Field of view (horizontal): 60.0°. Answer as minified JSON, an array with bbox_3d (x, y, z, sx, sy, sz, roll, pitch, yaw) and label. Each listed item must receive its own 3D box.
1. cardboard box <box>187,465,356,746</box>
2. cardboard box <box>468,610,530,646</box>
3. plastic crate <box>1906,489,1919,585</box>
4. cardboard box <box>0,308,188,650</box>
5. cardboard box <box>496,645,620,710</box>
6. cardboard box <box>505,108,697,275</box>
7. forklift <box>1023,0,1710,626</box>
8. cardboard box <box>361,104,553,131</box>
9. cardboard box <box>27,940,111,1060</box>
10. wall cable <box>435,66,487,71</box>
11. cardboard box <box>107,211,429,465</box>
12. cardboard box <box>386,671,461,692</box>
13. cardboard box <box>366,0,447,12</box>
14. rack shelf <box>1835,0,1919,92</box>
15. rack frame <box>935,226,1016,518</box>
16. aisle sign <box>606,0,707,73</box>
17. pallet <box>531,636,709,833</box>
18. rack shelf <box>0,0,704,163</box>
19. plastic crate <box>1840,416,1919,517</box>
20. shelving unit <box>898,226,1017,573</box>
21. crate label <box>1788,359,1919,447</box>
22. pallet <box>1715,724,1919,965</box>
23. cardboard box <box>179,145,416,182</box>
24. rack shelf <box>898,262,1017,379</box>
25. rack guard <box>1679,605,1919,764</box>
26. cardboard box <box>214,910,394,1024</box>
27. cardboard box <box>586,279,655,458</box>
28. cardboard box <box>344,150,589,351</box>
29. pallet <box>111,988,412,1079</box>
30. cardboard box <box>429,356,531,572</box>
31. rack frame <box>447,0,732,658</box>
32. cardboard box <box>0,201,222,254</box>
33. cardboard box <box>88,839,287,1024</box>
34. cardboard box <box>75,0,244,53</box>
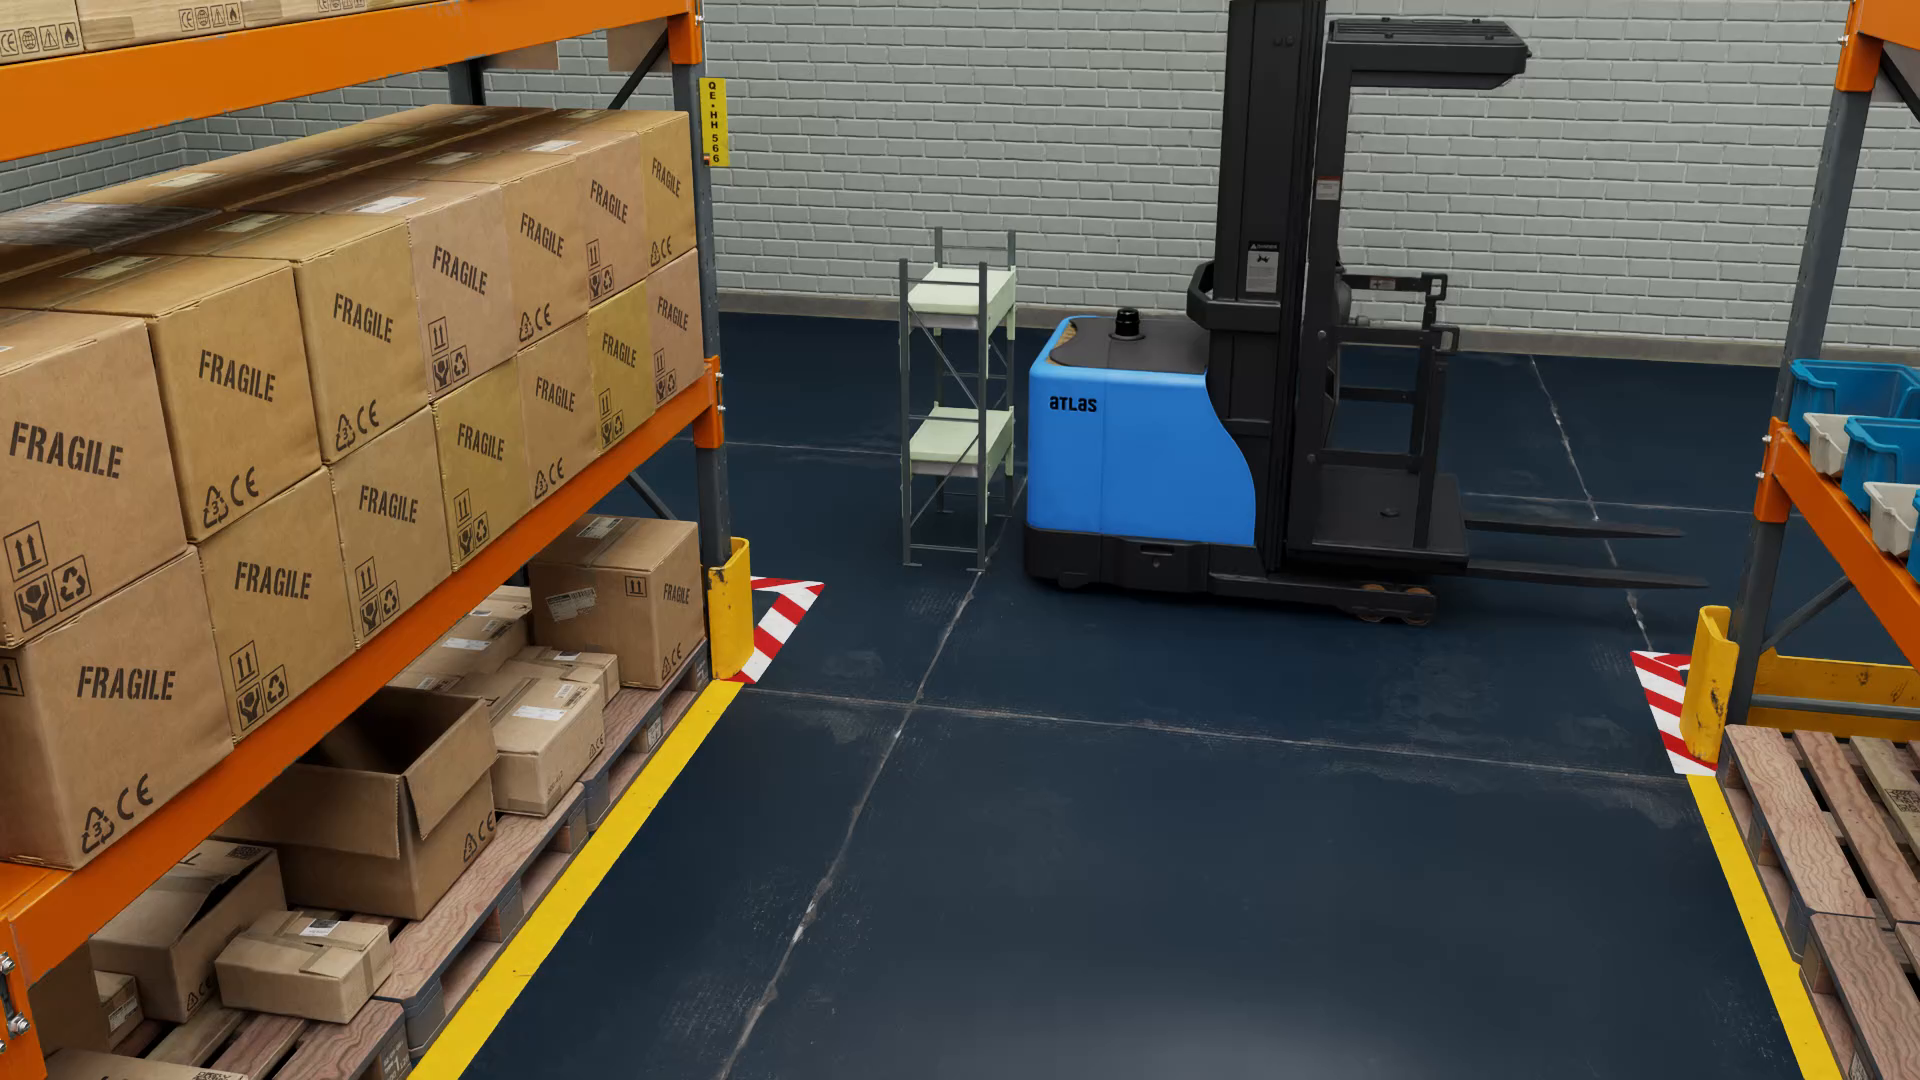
[{"bbox_3d":[-1.810,0.121,3.903,0.500,0.500,0.500,5,22,12],"label":"cardboard box"},{"bbox_3d":[-1.939,0.386,6.583,0.380,0.166,0.250,4,22,11],"label":"cardboard box"},{"bbox_3d":[2.741,0.033,4.399,0.416,0.233,0.300,4,22,11],"label":"plastic crate"},{"bbox_3d":[-1.911,-0.140,3.215,0.500,0.500,0.500,5,22,12],"label":"cardboard box"},{"bbox_3d":[-1.507,0.527,6.234,0.380,0.166,0.250,4,22,11],"label":"cardboard box"},{"bbox_3d":[-1.288,-1.269,6.016,0.500,0.500,0.500,4,22,10],"label":"cardboard box"},{"bbox_3d":[1.869,-1.195,7.397,3.031,2.935,1.130,5,22,12],"label":"forklift"},{"bbox_3d":[-1.815,-1.310,6.119,0.500,0.500,0.500,5,23,13],"label":"cardboard box"},{"bbox_3d":[-2.444,1.246,4.001,0.500,0.500,0.500,4,22,11],"label":"cardboard box"},{"bbox_3d":[-4.812,-4.702,12.140,3.097,2.526,0.112,4,22,11],"label":"wall cable"},{"bbox_3d":[-1.700,-0.517,4.150,0.500,0.500,0.500,4,22,9],"label":"cardboard box"},{"bbox_3d":[-2.059,0.672,5.761,0.500,0.250,0.500,4,22,11],"label":"cardboard box"},{"bbox_3d":[-1.633,-1.508,4.269,0.500,0.250,0.500,4,22,11],"label":"cardboard box"},{"bbox_3d":[2.974,-0.889,3.495,1.077,0.370,4.000,4,22,11],"label":"rack shelf"},{"bbox_3d":[0.073,-0.827,8.400,0.400,1.500,0.023,4,22,11],"label":"rack frame"},{"bbox_3d":[-1.152,-2.150,6.196,0.394,0.787,0.004,4,22,11],"label":"aisle sign"},{"bbox_3d":[-1.643,0.671,6.406,1.003,0.211,1.213,4,22,11],"label":"pallet"},{"bbox_3d":[-1.874,-1.268,4.436,1.077,0.370,4.000,4,22,11],"label":"rack shelf"},{"bbox_3d":[2.875,-0.207,4.997,0.416,0.233,0.300,4,22,11],"label":"plastic crate"},{"bbox_3d":[-0.001,-0.693,8.067,0.431,1.500,0.755,4,22,11],"label":"shelving unit"},{"bbox_3d":[3.010,-0.448,5.595,0.416,0.233,0.303,4,22,11],"label":"crate label"},{"bbox_3d":[3.176,1.029,5.516,1.003,0.211,1.213,4,22,11],"label":"pallet"},{"bbox_3d":[-2.021,-0.936,5.190,0.500,0.500,0.500,5,22,12],"label":"cardboard box"},{"bbox_3d":[-0.001,-1.055,7.922,0.431,0.370,0.720,4,22,11],"label":"rack shelf"},{"bbox_3d":[3.374,0.587,6.228,1.175,0.500,0.348,4,22,11],"label":"rack guard"},{"bbox_3d":[-1.818,1.177,4.620,0.380,0.166,0.250,4,22,11],"label":"cardboard box"},{"bbox_3d":[-1.393,-0.614,5.729,0.500,0.500,0.500,5,22,11],"label":"cardboard box"},{"bbox_3d":[-1.491,-0.894,5.085,0.500,0.500,0.500,5,22,12],"label":"cardboard box"},{"bbox_3d":[-2.141,1.563,4.190,1.003,0.211,1.213,4,22,11],"label":"pallet"},{"bbox_3d":[-1.604,-0.248,4.819,0.500,0.500,0.500,4,22,10],"label":"cardboard box"},{"bbox_3d":[-1.466,-0.942,6.678,1.000,3.000,0.127,4,22,11],"label":"rack frame"},{"bbox_3d":[-2.228,-0.566,4.271,0.500,0.500,0.500,5,22,11],"label":"cardboard box"},{"bbox_3d":[-2.291,1.060,4.718,0.500,0.311,0.500,4,22,11],"label":"cardboard box"},{"bbox_3d":[-1.835,-1.143,3.361,0.500,0.250,0.500,4,22,11],"label":"cardboard box"}]
